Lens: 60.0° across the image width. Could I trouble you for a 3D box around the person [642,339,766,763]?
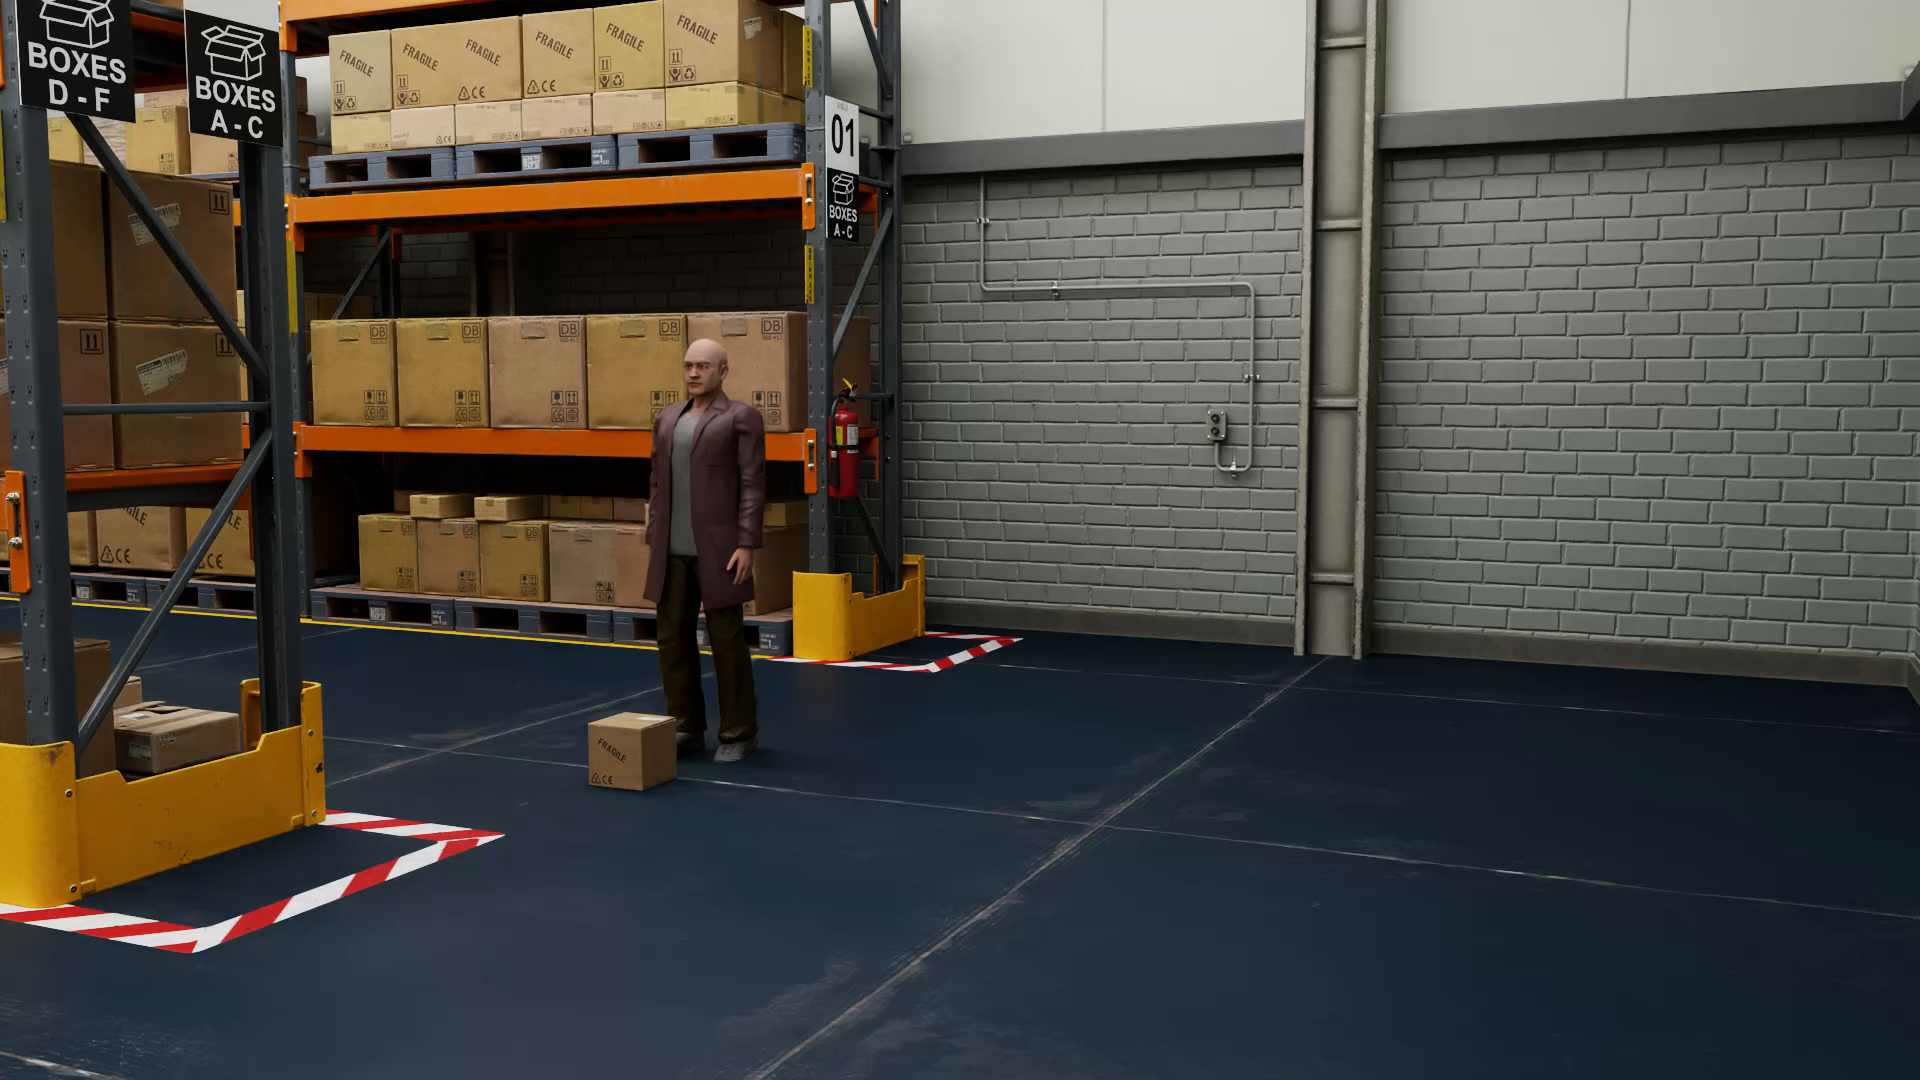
[{"bbox_3d":[-1.088,0.069,7.055,0.564,1.835,0.443,3,6,25],"label":"person"}]
